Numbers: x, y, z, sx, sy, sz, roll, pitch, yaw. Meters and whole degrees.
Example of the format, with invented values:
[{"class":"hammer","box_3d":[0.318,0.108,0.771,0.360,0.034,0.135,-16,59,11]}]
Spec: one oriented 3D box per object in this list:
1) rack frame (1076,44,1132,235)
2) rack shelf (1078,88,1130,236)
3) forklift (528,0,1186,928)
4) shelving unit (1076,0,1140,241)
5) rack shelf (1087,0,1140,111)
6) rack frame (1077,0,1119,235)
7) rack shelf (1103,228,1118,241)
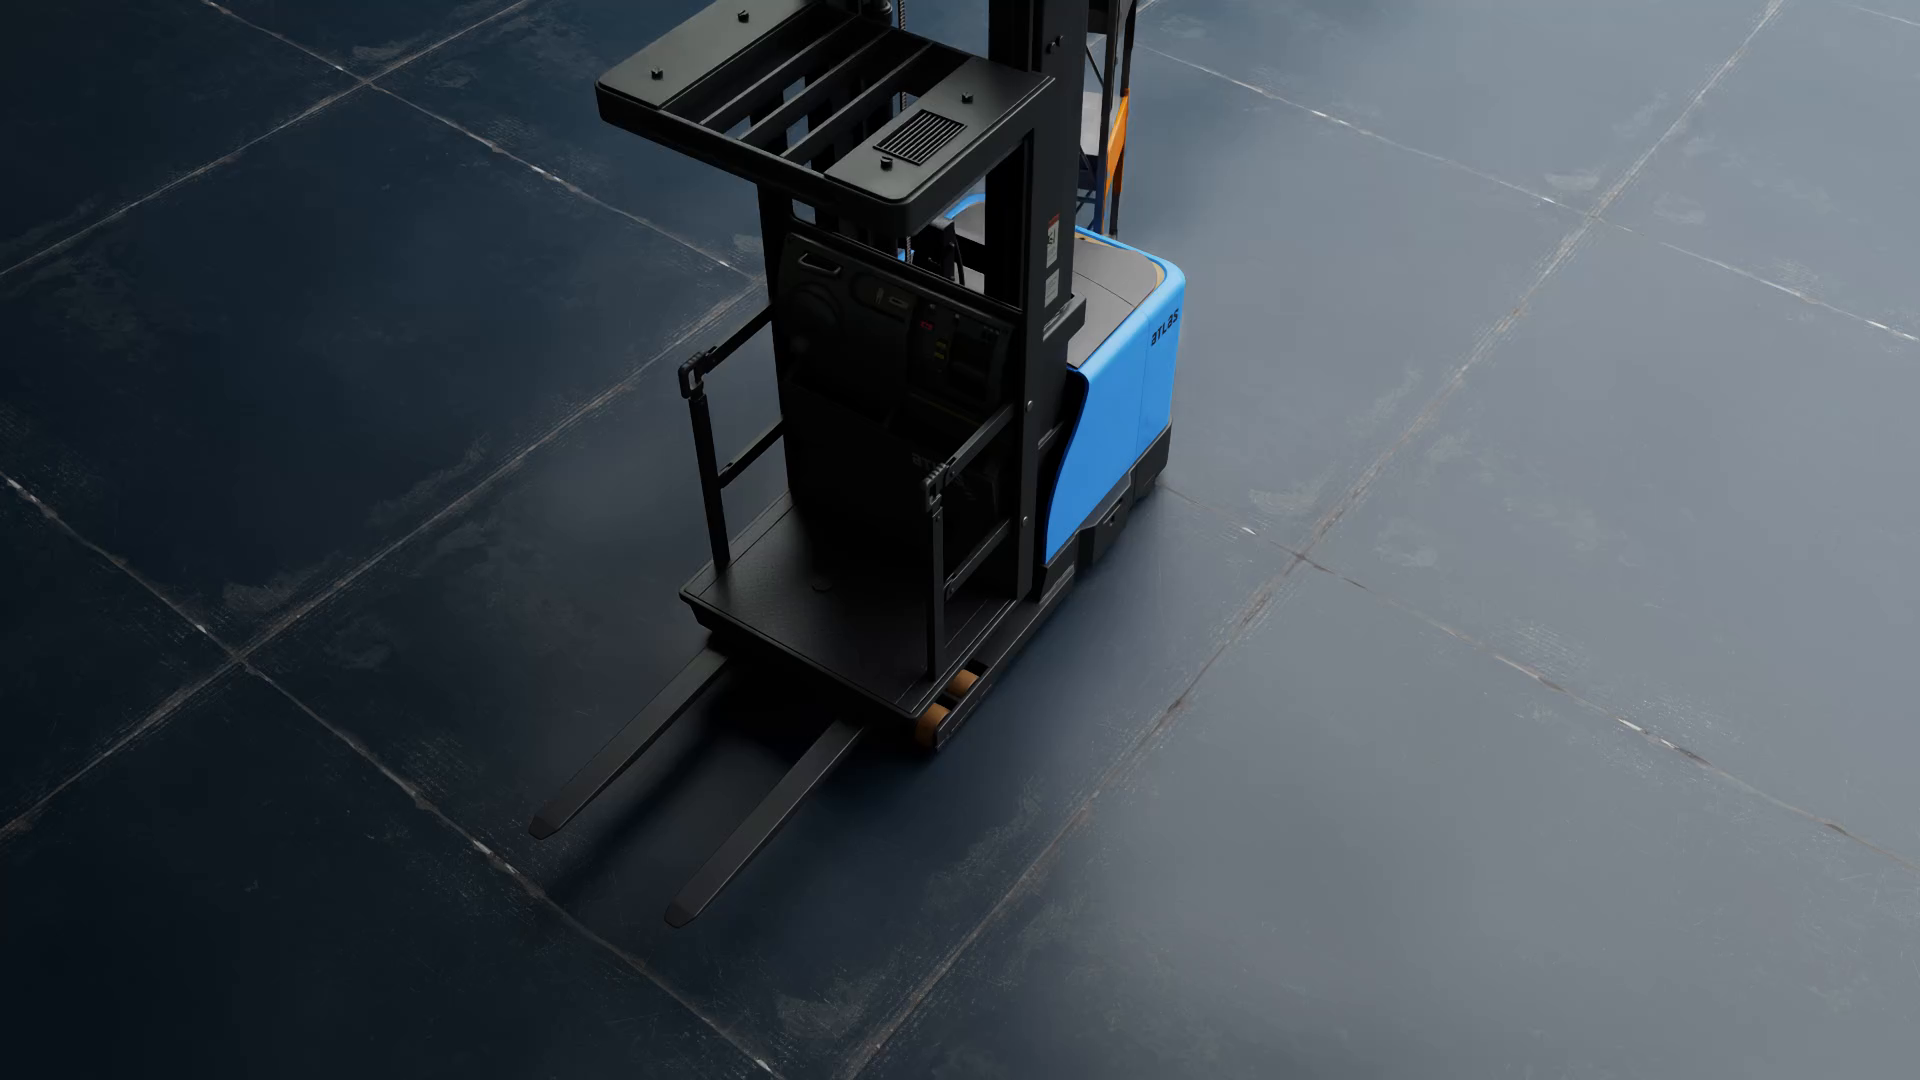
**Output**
[{"class":"rack frame","box_3d":[0.508,-1.748,7.132,0.400,2.100,0.015,10,47,10]},{"class":"rack shelf","box_3d":[0.449,-1.567,6.978,0.431,0.518,0.480,10,47,10]},{"class":"forklift","box_3d":[-0.349,-0.639,5.498,1.130,2.935,3.031,26,52,23]},{"class":"shelving unit","box_3d":[0.449,-1.576,6.969,0.431,2.100,0.503,10,47,10]},{"class":"rack shelf","box_3d":[0.449,-2.051,6.472,0.431,0.518,0.480,10,47,10]},{"class":"rack frame","box_3d":[0.390,-1.405,6.805,0.400,2.100,0.015,10,47,10]},{"class":"rack shelf","box_3d":[0.449,-1.083,7.485,0.431,0.518,0.480,10,47,10]}]
